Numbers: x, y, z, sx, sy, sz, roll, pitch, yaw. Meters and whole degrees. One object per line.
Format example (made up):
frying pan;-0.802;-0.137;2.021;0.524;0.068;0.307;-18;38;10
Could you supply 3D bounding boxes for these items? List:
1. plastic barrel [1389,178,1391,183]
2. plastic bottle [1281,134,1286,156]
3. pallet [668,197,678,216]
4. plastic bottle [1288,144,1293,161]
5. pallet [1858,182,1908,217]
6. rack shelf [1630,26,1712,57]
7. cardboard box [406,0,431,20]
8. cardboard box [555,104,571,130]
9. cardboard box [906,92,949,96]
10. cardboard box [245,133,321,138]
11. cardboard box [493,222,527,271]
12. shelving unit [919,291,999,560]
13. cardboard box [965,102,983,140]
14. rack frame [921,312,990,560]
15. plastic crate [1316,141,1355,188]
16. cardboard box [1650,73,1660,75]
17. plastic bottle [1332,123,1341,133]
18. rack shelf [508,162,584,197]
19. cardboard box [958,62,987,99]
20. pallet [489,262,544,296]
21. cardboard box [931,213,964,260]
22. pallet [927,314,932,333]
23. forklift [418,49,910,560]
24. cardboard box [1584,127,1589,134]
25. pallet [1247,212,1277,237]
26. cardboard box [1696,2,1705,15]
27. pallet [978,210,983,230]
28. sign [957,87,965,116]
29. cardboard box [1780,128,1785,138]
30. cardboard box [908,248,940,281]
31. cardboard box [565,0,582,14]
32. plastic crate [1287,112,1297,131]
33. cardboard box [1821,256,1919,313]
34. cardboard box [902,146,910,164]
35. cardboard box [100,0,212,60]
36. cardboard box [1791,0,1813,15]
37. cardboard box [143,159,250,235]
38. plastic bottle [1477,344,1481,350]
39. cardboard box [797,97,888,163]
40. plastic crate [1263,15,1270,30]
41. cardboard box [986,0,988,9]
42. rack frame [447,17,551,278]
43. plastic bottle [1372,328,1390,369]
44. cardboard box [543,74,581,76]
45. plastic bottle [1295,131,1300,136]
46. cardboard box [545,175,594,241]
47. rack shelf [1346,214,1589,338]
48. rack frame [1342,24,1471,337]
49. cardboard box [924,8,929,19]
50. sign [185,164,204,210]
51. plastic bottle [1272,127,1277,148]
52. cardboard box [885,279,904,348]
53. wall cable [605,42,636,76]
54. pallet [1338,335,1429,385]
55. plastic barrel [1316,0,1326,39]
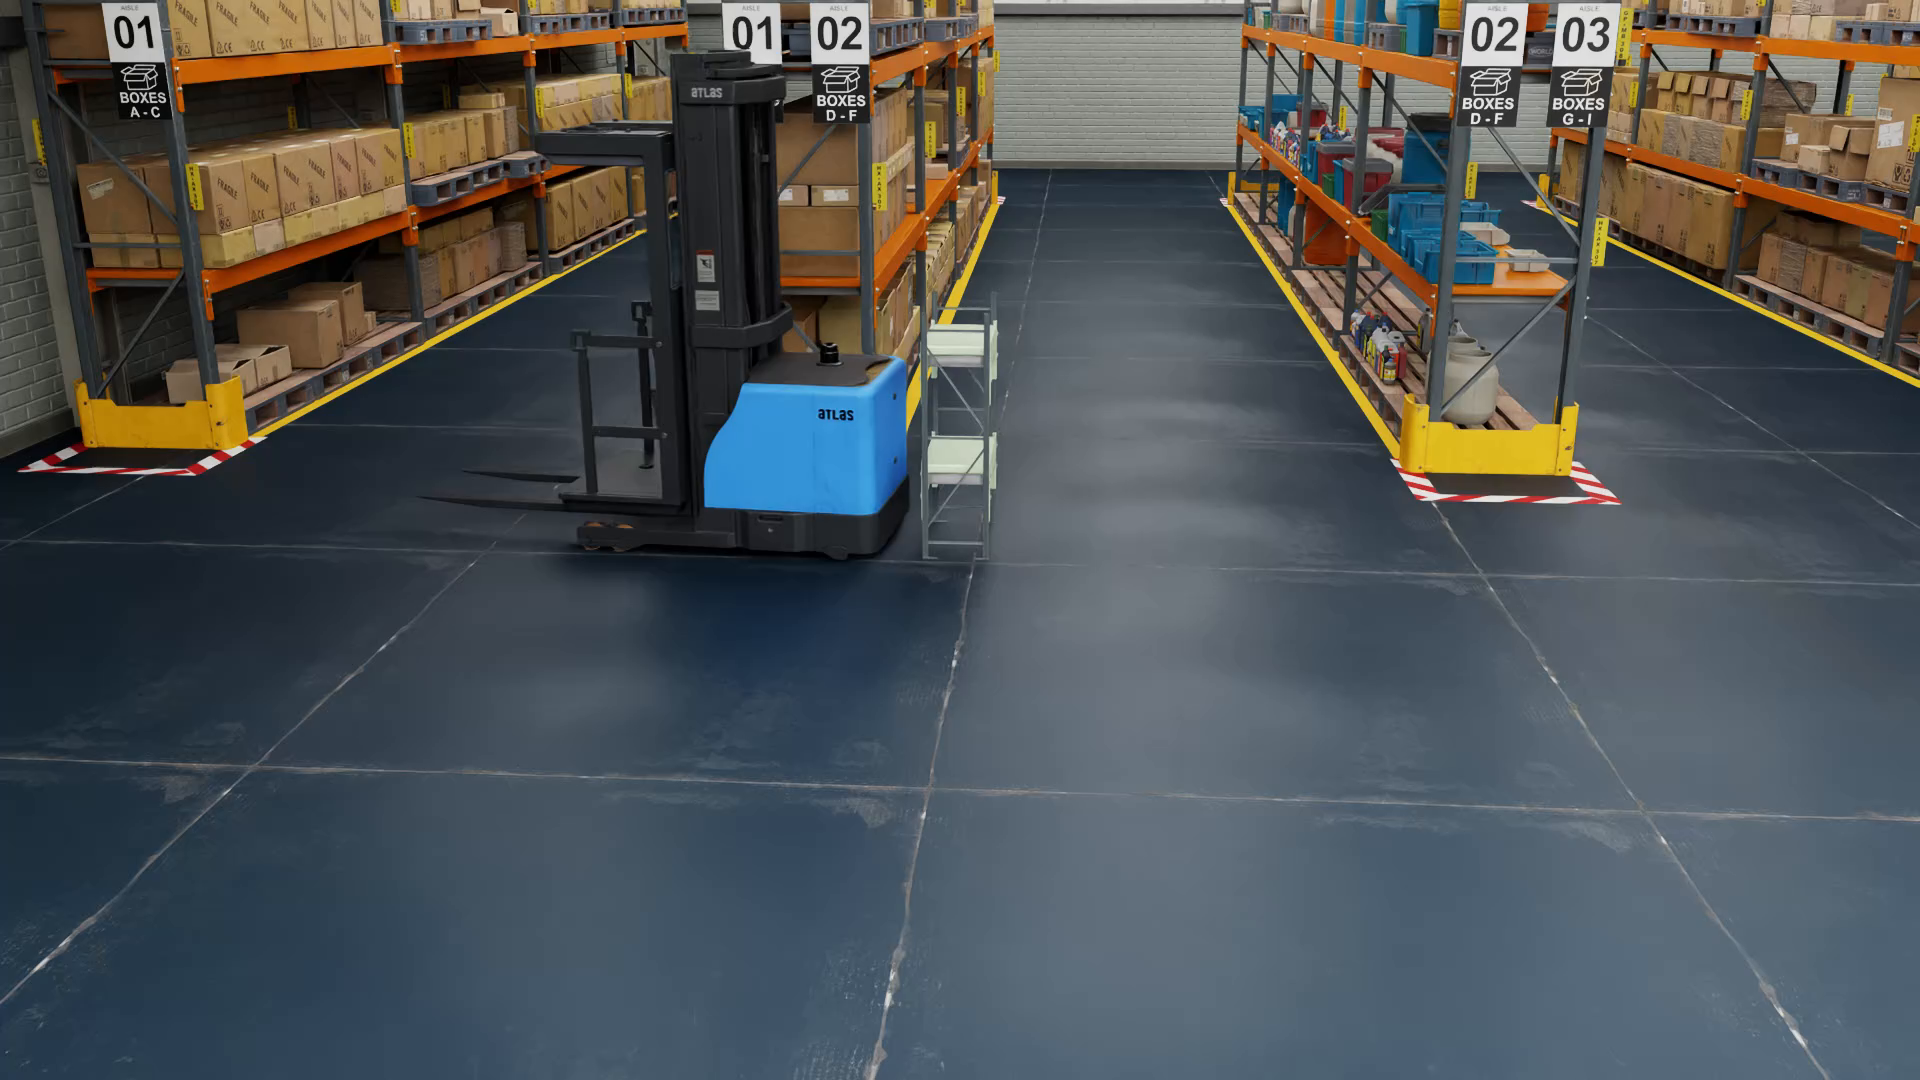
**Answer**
plastic barrel;4.360;-3.507;16.530;0.301;0.262;0.301;0;18;0
plastic bottle;4.147;-5.028;21.156;0.097;0.271;0.097;0;18;0
pallet;-4.979;-5.160;25.831;1.003;0.211;1.213;1;18;4
plastic bottle;4.094;-4.767;20.471;0.097;0.201;0.097;0;18;0
pallet;9.252;-3.197;15.671;1.003;0.211;1.213;1;18;4
rack shelf;9.769;-7.244;24.050;1.077;0.370;4.000;1;18;4
cardboard box;-5.606;-5.328;16.517;0.500;0.311;0.500;2;18;6
cardboard box;-5.146;-5.134;20.604;0.500;0.500;0.500;2;18;6
cardboard box;-0.498;-5.651;22.017;0.700;0.500;0.500;4;19;13
cardboard box;-6.052;-3.379;14.921;0.500;0.500;0.500;1;18;4
cardboard box;-5.482;-3.425;19.365;0.700;0.500;0.500;2;18;5
shelving unit;0.000;-0.711;10.183;0.431;1.500;0.755;1;18;4
cardboard box;0.053;-5.961;23.637;0.500;0.500;0.500;2;18;5
rack frame;-0.027;-0.597;9.836;0.400;1.500;0.023;1;18;4
plastic crate;3.978;-3.942;17.535;0.402;0.464;0.583;1;18;4
cardboard box;9.958;-6.261;23.272;0.500;0.500;0.500;1;18;4
plastic bottle;4.933;-5.276;21.786;0.144;0.351;0.185;1;18;4
rack shelf;-5.339;-4.907;21.738;1.077;0.370;4.000;1;18;4
cardboard box;0.133;-6.744;24.420;0.500;0.500;0.500;1;18;2
pallet;-5.540;-3.060;19.424;1.003;0.211;1.213;1;18;4
cardboard box;-0.224;-3.675;20.129;0.500;0.500;0.500;2;18;6
pallet;-0.814;-2.181;16.740;1.003;0.211;1.213;1;18;4
forklift;-1.895;-1.477;10.224;3.031;2.935;1.130;3;18;10
cardboard box;9.449;-6.081;24.568;0.380;0.149;0.250;1;18;3
pallet;4.700;-4.553;23.981;1.003;0.211;1.213;1;18;4
cardboard box;9.369;-6.585;20.615;0.380;0.149;0.250;1;18;2
pallet;-0.205;-4.649;24.273;1.003;0.211;1.213;1;18;4
sign;0.012;-5.058;19.181;0.100;0.325;0.005;1;18;4
cardboard box;9.645;-4.489;19.145;0.500;0.500;0.500;2;18;6
cardboard box;-0.473;-2.875;17.220;0.500;0.311;0.500;1;18;2
cardboard box;-5.344;-7.107;21.612;0.700;0.500;0.500;1;18;3
plastic crate;4.979;-6.092;24.291;0.437;0.282;0.530;1;18;4
cardboard box;9.210;-2.587;16.809;0.700;0.500;0.500;0;18;-1
cardboard box;-0.654;-3.466;14.982;0.380;0.149;0.250;1;18;3
cardboard box;-5.783;-3.724;11.962;0.500;0.500;0.500;2;18;5
cardboard box;9.009;-5.709;17.249;0.500;0.500;0.500;1;18;4
cardboard box;-5.722;-2.580;12.483;0.500;0.500;0.500;1;18;4
plastic bottle;4.291;-1.498;13.851;0.097;0.271;0.097;0;18;0
cardboard box;-0.962;-3.335;13.539;0.700;0.500;0.500;1;18;4
plastic crate;4.414;-7.112;22.835;0.450;0.188;0.662;1;18;4
cardboard box;0.145;-7.964;24.531;0.500;0.250;0.500;1;18;4
rack frame;-5.483;-4.628;19.730;1.000;3.000;0.127;1;18;4
plastic bottle;3.583;-1.625;14.113;0.144;0.351;0.185;2;18;6
cardboard box;-5.489;-6.288;22.922;0.500;0.250;0.500;2;18;6
plastic bottle;4.358;-5.164;21.565;0.152;0.276;0.135;1;18;4
cardboard box;-5.230;-4.304;21.518;0.750;0.750;0.750;1;18;4
rack shelf;3.969;-2.202;13.480;1.077;0.370;4.000;1;18;4
rack frame;4.112;-3.165;15.264;1.000;3.000;0.127;1;18;4
cardboard box;-0.590;-5.590;17.414;0.500;0.250;0.500;1;18;3
sign;-5.515;-2.543;11.976;0.100;0.325;0.005;1;18;4
plastic bottle;4.227;-5.376;22.219;0.097;0.271;0.097;0;18;0
cardboard box;-0.745;-1.911;13.974;0.500;0.500;0.500;1;18;4
wall cable;-5.761;-8.014;28.433;0.084;1.984;1.851;1;18;4
pallet;4.022;-1.632;15.064;1.003;0.211;1.213;1;18;4
plastic barrel;4.123;-5.820;17.747;0.600;0.901;0.600;0;18;0
